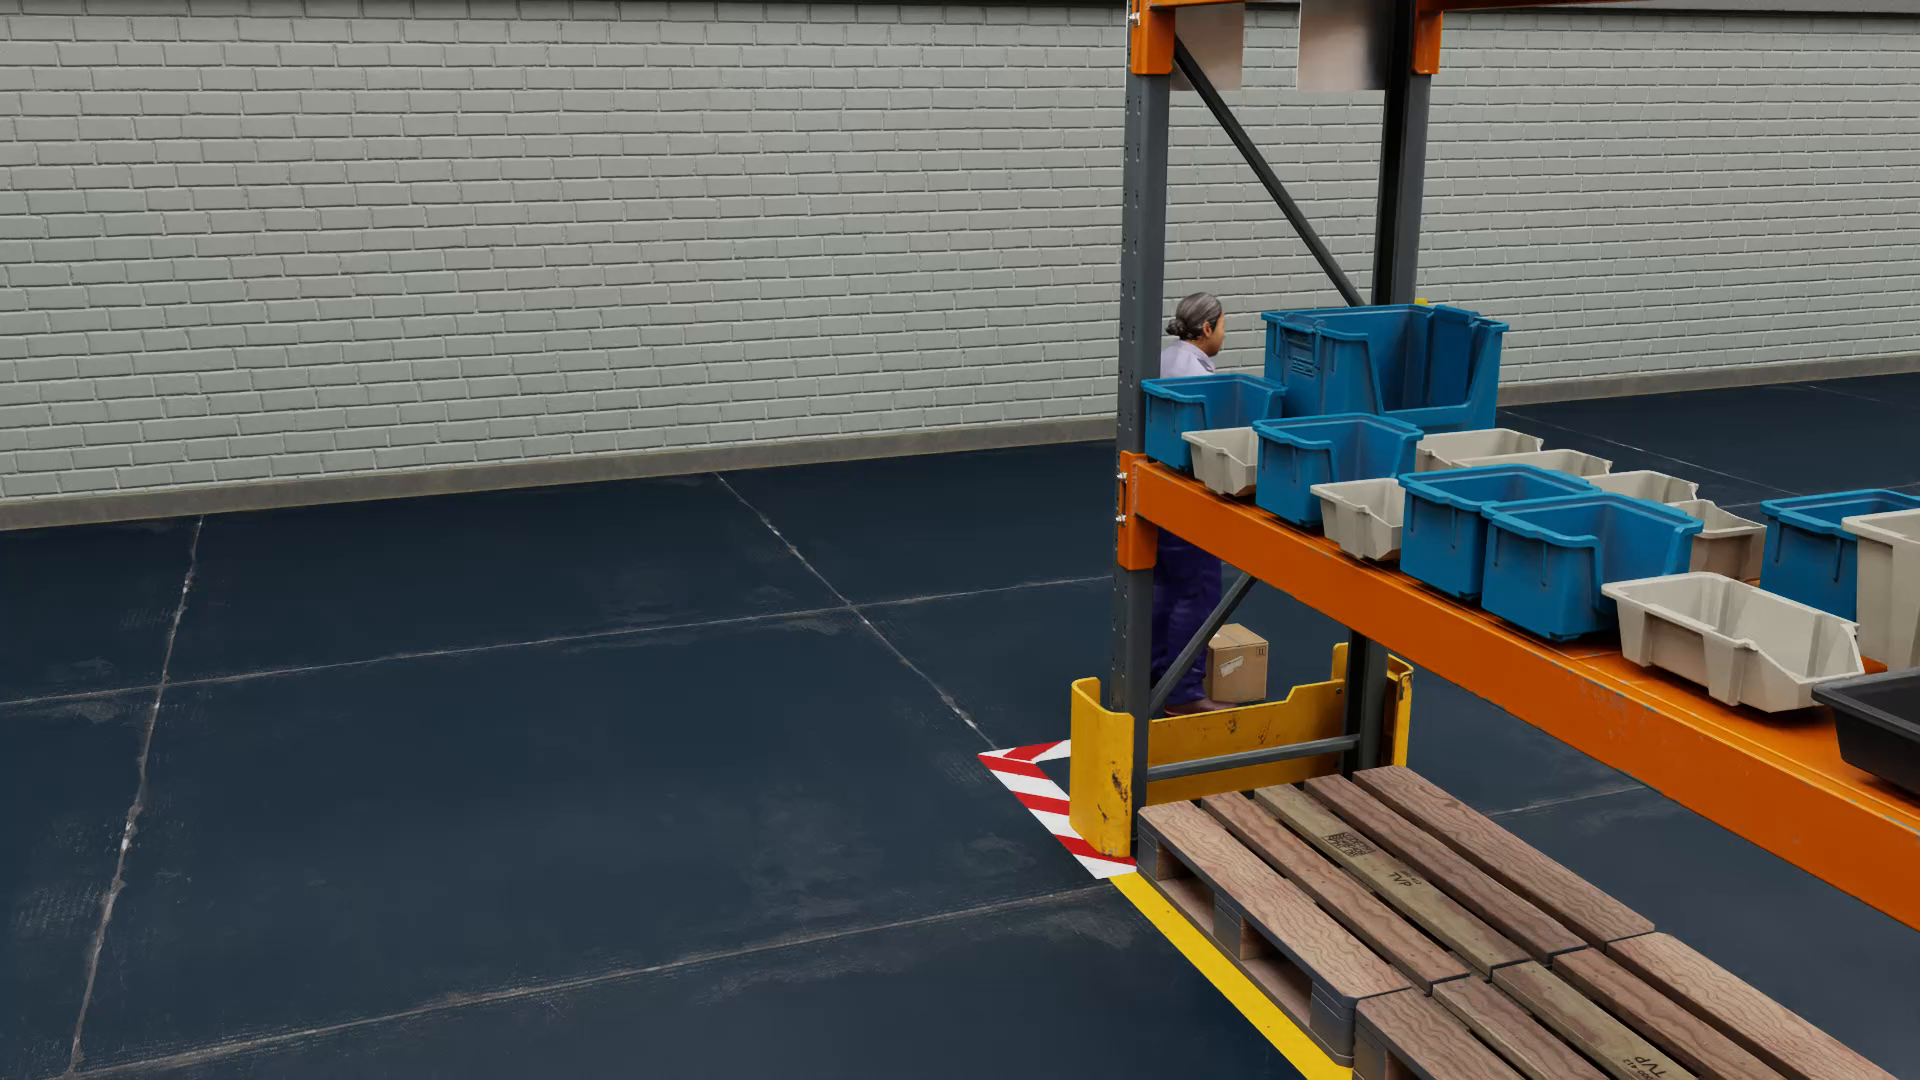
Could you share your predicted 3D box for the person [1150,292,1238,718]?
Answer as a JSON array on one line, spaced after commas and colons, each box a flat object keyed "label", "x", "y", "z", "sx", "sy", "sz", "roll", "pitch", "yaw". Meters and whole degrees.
[{"label": "person", "x": 0.864, "y": -0.141, "z": 6.541, "sx": 0.367, "sy": 1.651, "sz": 0.551, "roll": -5, "pitch": 17, "yaw": -18}]
